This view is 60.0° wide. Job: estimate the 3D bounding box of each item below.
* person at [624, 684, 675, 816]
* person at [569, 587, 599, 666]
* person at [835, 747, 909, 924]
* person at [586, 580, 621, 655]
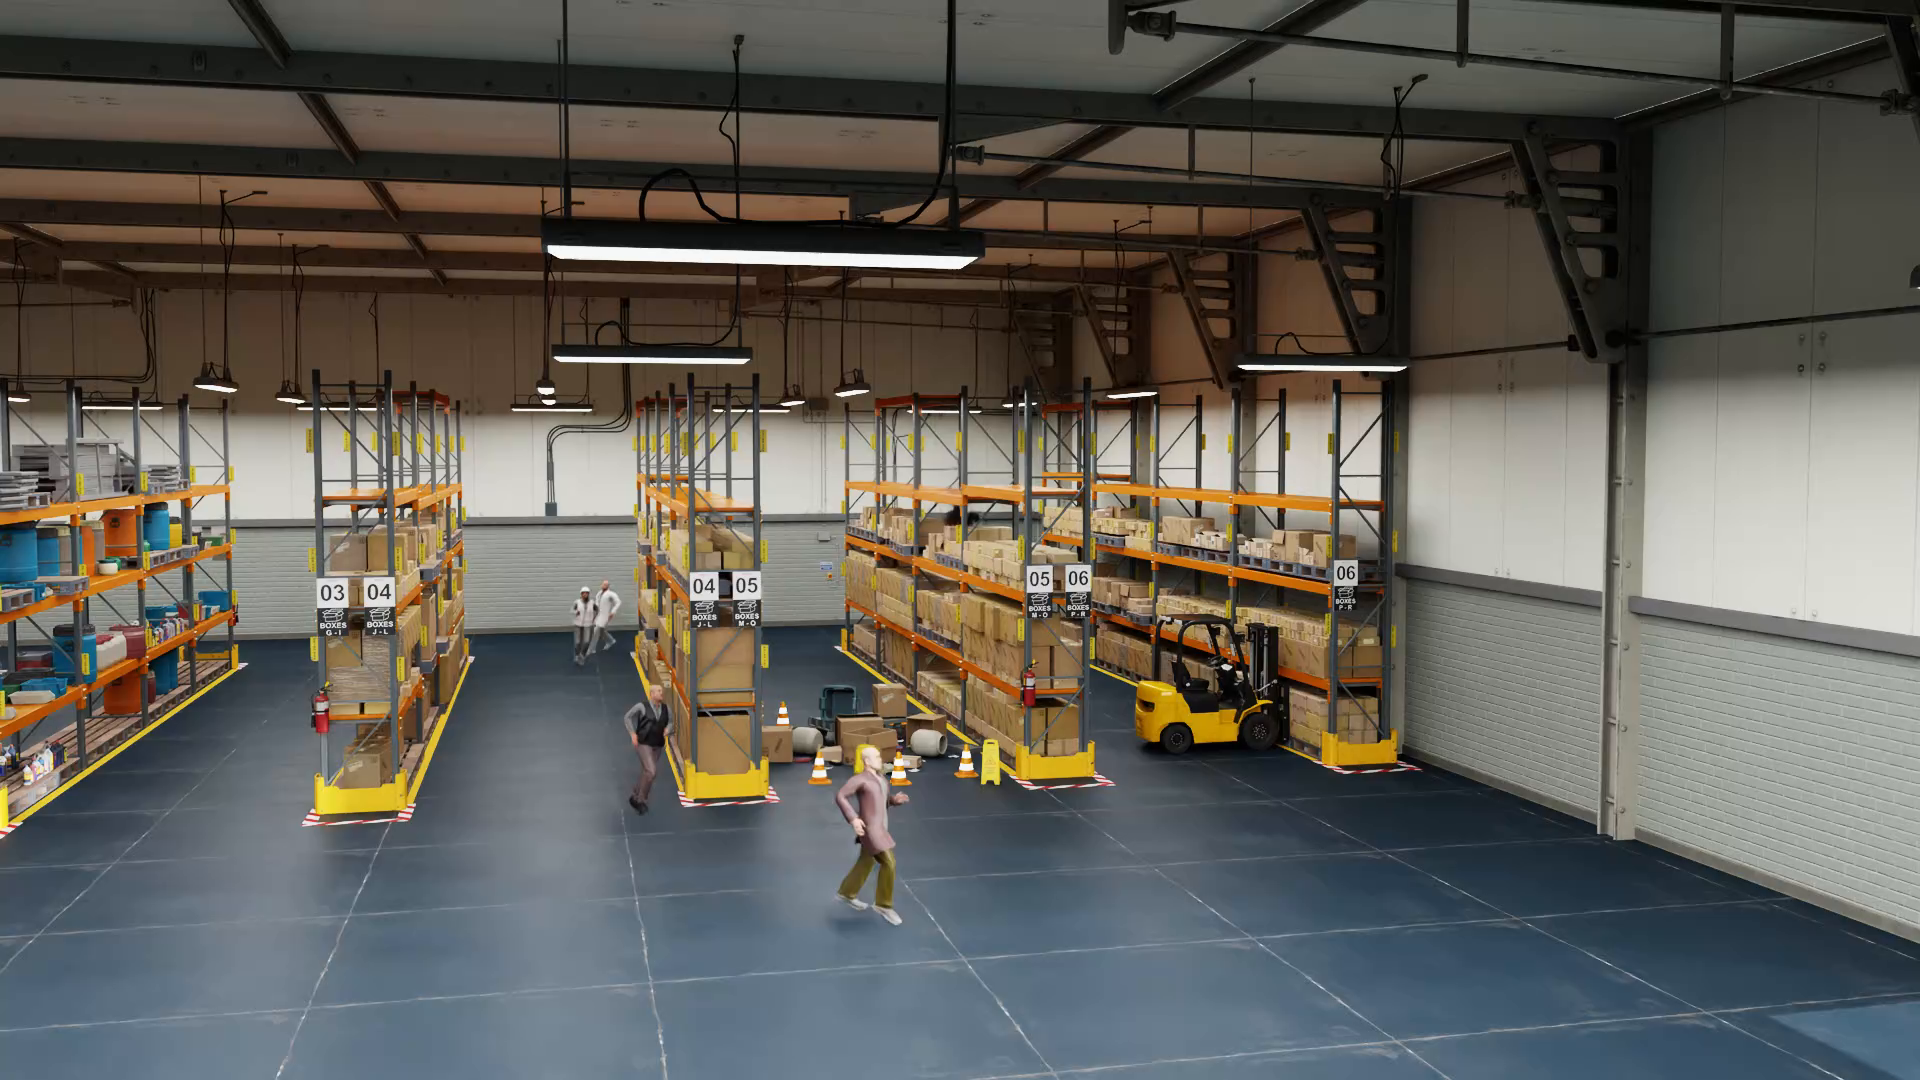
[{"bbox_3d":[-4.229,2.950,22.753,0.696,1.558,0.658,3,5,43],"label":"person"},{"bbox_3d":[-8.506,1.965,37.667,0.657,1.815,0.725,-1,3,-12],"label":"person"},{"bbox_3d":[-0.943,3.098,17.525,0.855,1.845,0.672,1,3,15],"label":"person"},{"bbox_3d":[-8.486,1.838,39.529,0.768,1.729,1.050,3,4,42],"label":"person"}]
